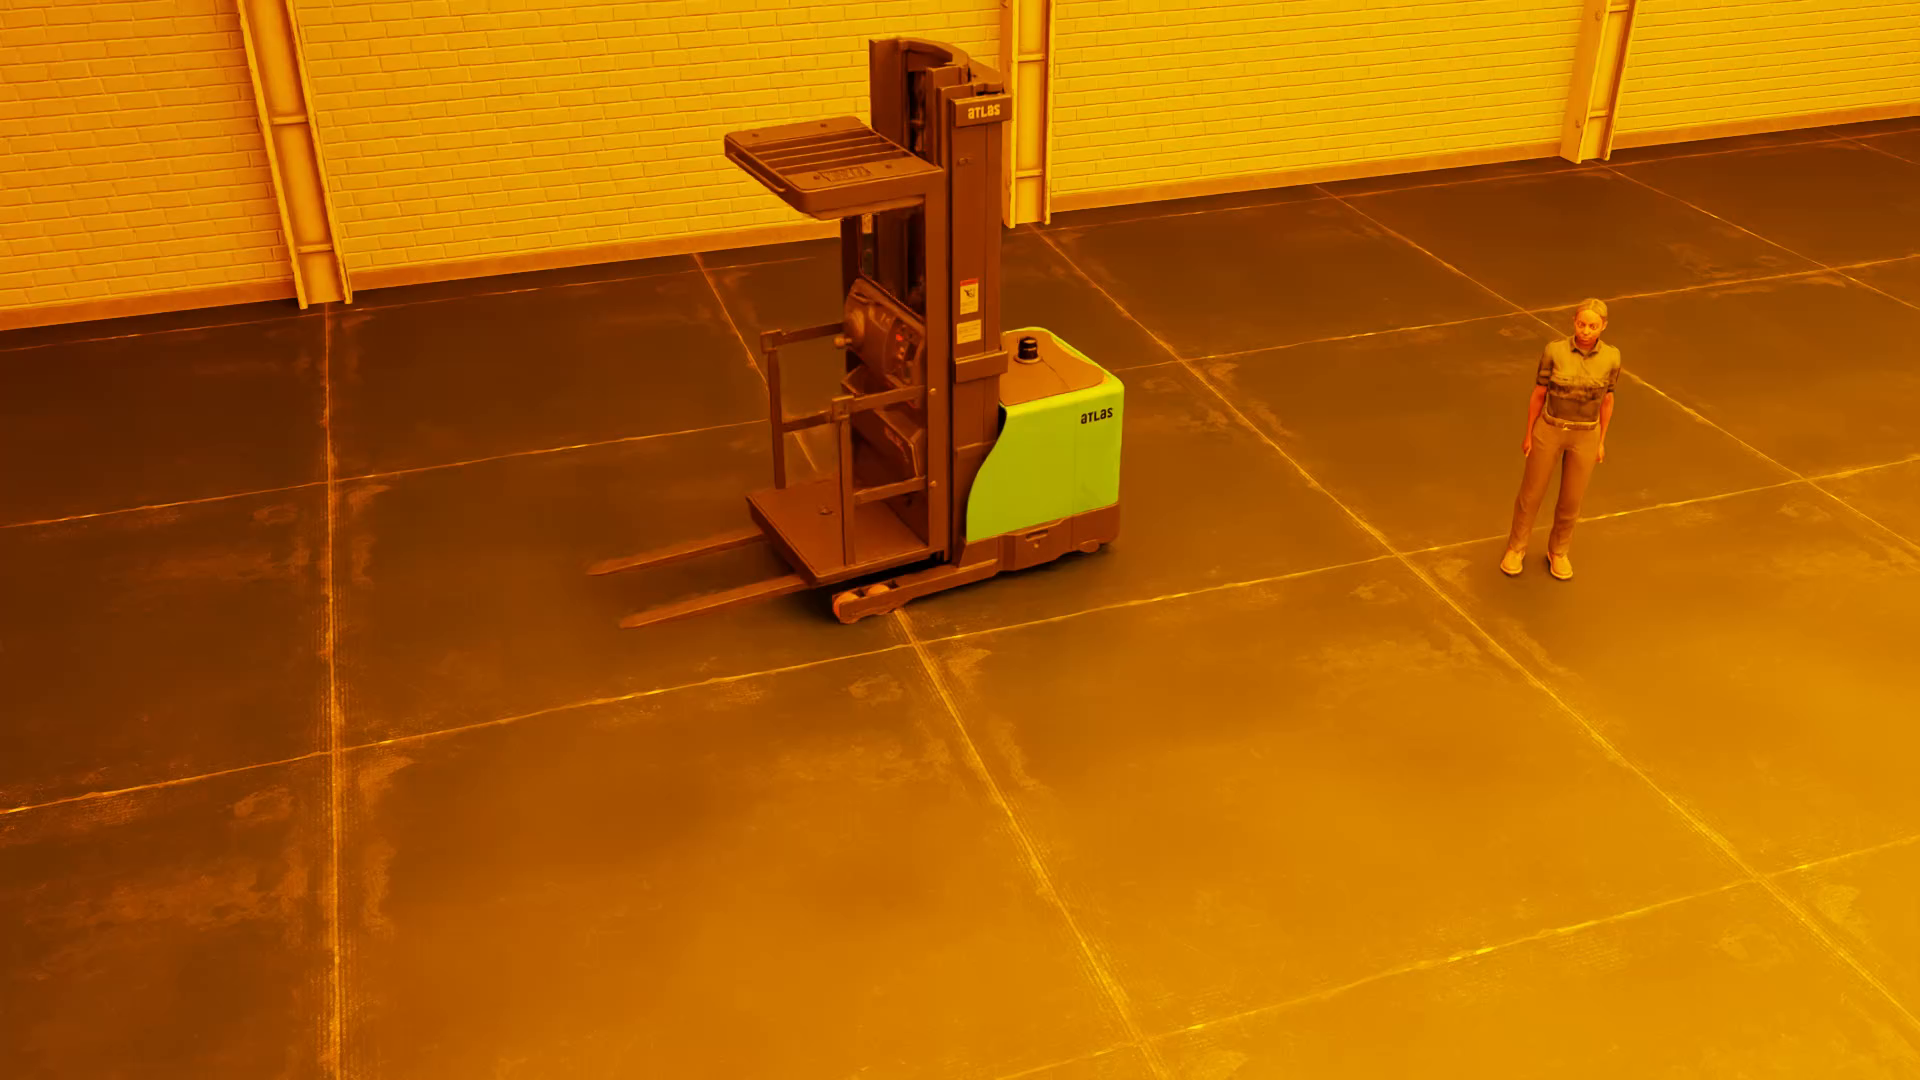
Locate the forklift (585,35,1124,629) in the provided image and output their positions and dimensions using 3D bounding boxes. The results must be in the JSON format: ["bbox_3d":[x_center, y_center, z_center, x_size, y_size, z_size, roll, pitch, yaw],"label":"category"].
[{"bbox_3d":[-0.599,-1.108,9.012,3.031,2.935,1.130,-15,33,-24],"label":"forklift"}]

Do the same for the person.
[{"bbox_3d":[3.403,-0.565,9.347,0.448,1.662,0.325,7,31,12],"label":"person"}]
